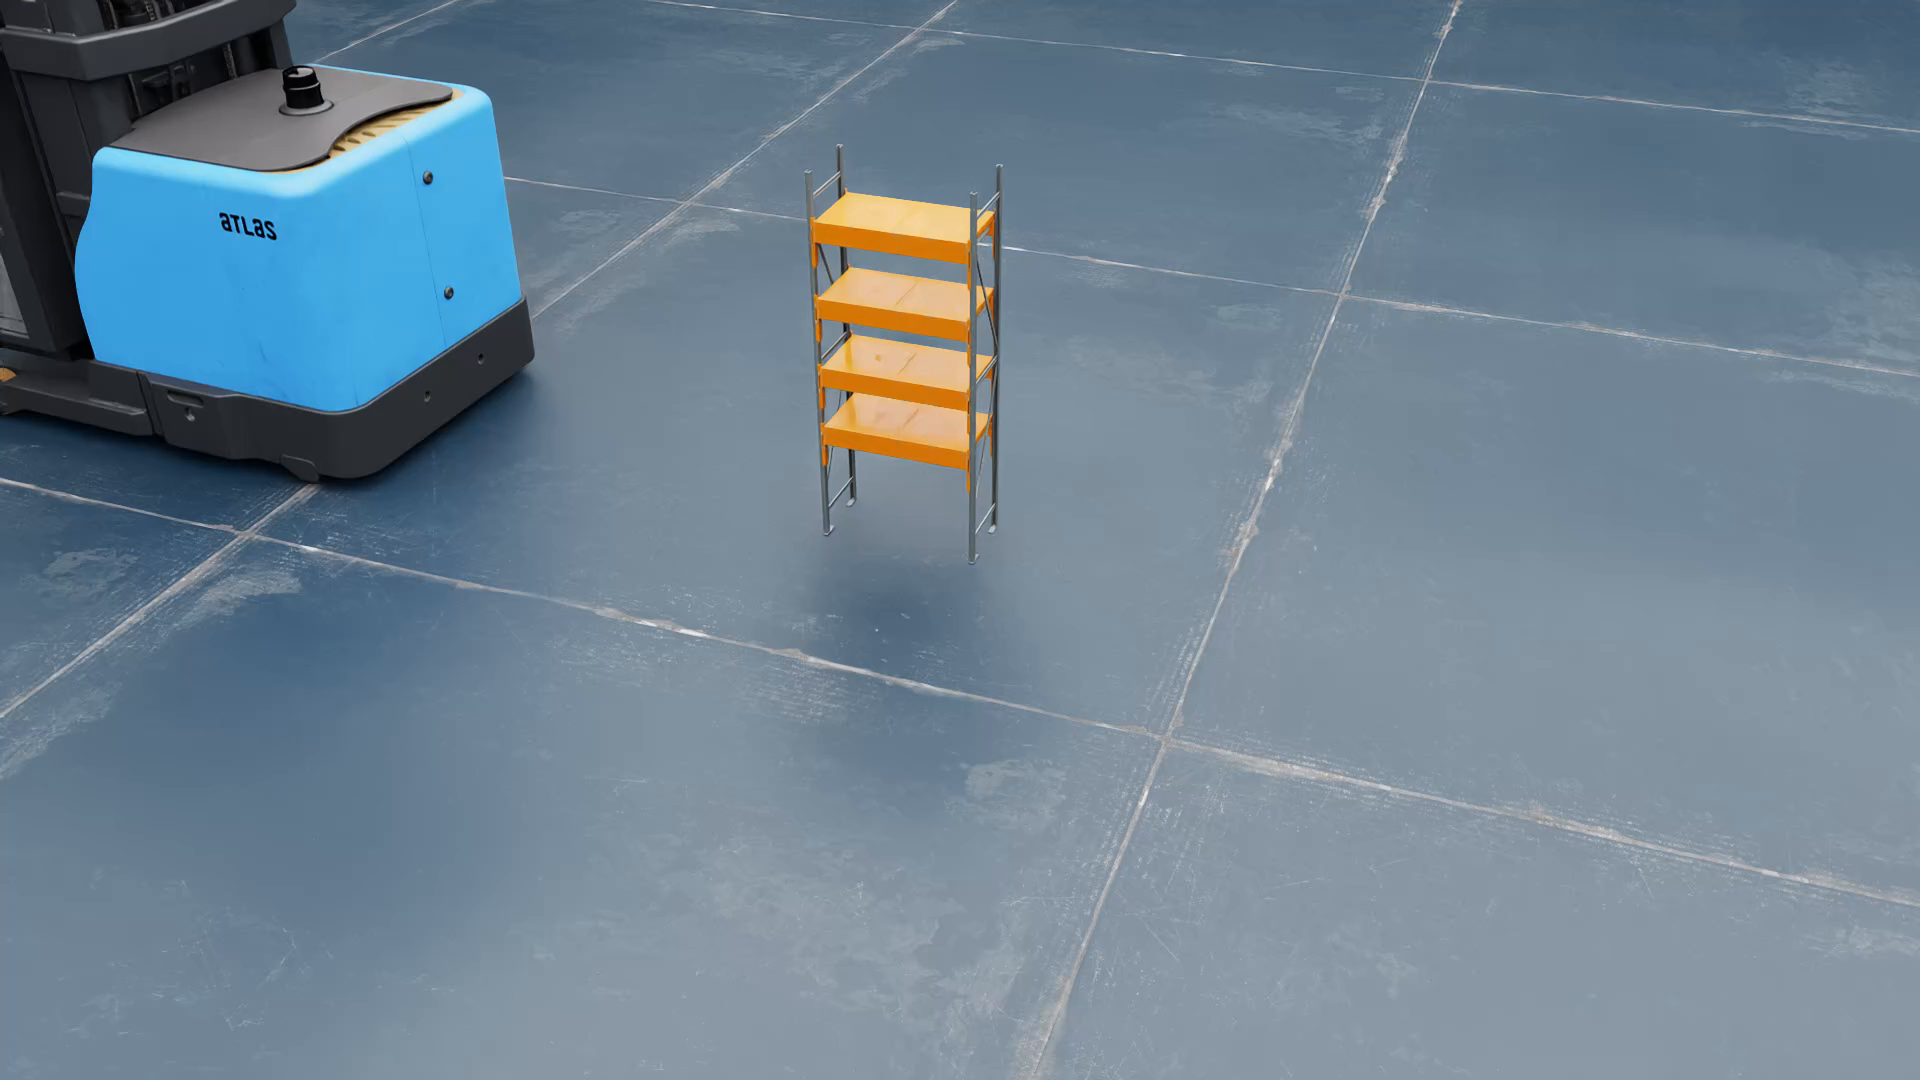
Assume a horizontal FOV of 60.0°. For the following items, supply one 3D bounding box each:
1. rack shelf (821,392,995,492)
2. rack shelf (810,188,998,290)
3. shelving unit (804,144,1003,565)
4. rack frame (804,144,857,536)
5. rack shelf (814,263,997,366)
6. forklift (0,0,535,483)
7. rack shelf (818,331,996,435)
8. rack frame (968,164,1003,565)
[{"bbox_3d":[-0.156,-0.311,5.116,0.480,0.148,0.258,11,34,16],"label":"rack shelf"},{"bbox_3d":[-0.156,-0.864,4.758,0.480,0.148,0.258,11,34,16],"label":"rack shelf"},{"bbox_3d":[-0.156,-0.534,4.971,0.503,1.200,0.258,11,34,16],"label":"shelving unit"},{"bbox_3d":[-0.386,-0.579,5.041,0.015,1.200,0.240,11,34,16],"label":"rack frame"},{"bbox_3d":[-0.156,-0.666,4.887,0.480,0.148,0.258,11,34,16],"label":"rack shelf"},{"bbox_3d":[-3.146,-1.927,5.532,3.031,2.935,1.130,12,35,18],"label":"forklift"},{"bbox_3d":[-0.156,-0.478,5.008,0.480,0.148,0.258,11,34,16],"label":"rack shelf"},{"bbox_3d":[0.074,-0.490,4.902,0.015,1.200,0.240,11,34,16],"label":"rack frame"}]
